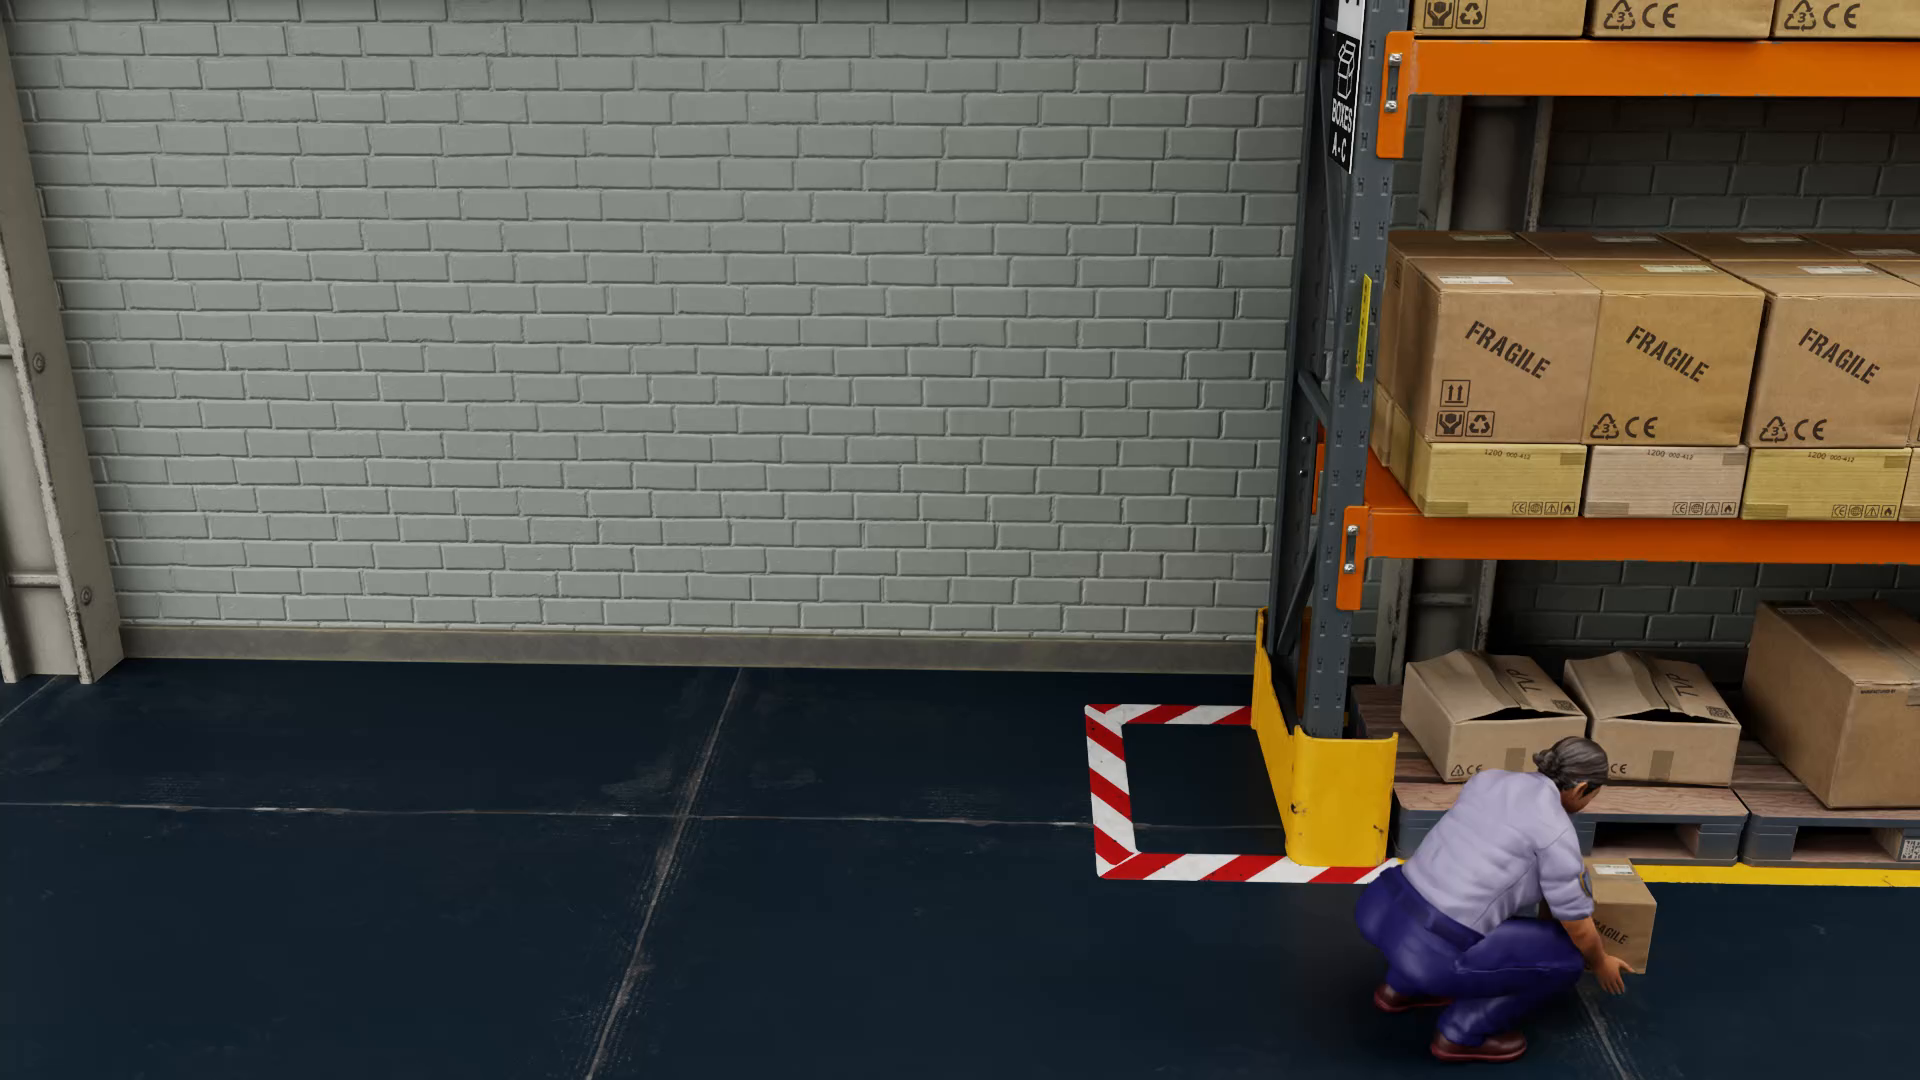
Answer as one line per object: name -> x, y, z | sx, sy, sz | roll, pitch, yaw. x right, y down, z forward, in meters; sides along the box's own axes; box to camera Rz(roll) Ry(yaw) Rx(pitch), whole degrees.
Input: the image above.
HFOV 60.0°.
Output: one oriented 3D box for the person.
person -> 1.643, 1.042, 4.926 | 0.811, 0.916, 0.519 | -5, 22, -14
